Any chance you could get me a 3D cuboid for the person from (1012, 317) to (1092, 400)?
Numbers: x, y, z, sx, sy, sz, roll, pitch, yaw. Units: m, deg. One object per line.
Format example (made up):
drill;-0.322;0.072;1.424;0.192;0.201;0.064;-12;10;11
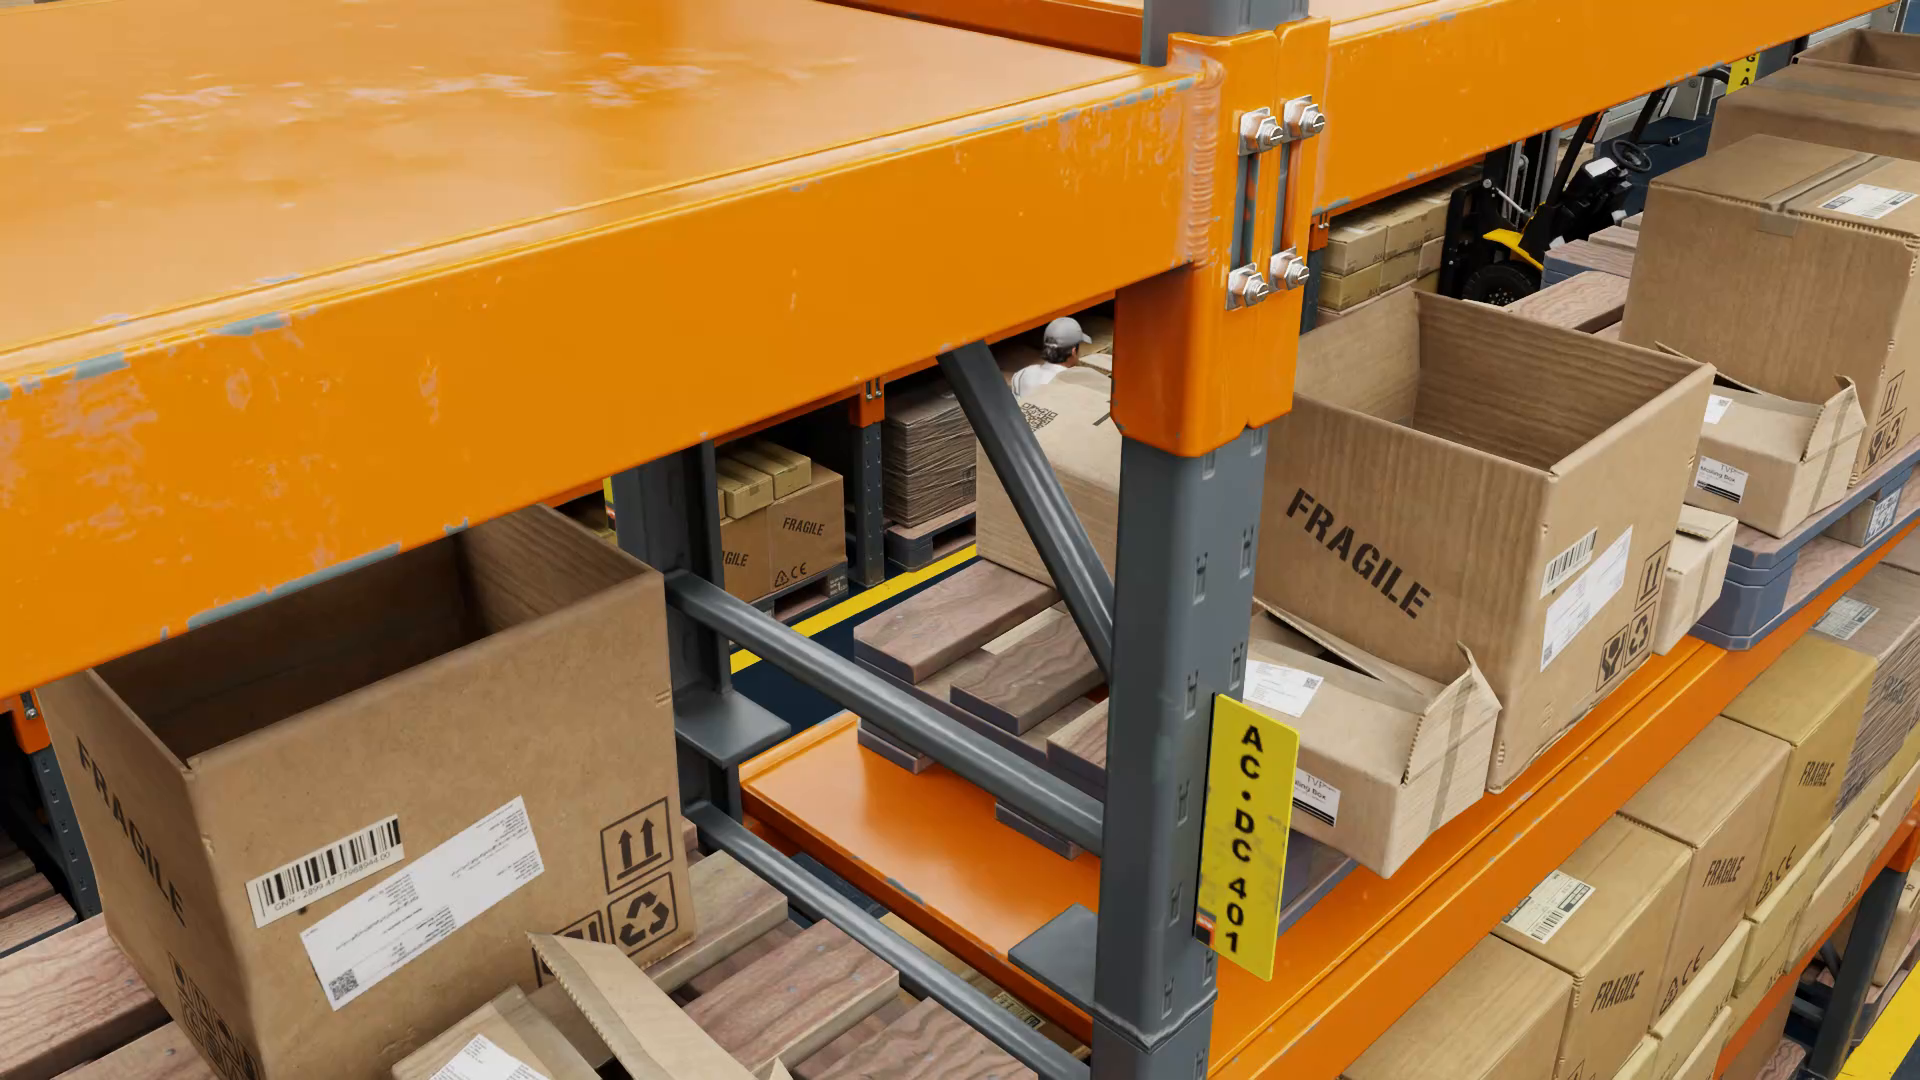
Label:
person;0.473;-0.274;8.131;0.541;1.665;0.465;22;35;35
